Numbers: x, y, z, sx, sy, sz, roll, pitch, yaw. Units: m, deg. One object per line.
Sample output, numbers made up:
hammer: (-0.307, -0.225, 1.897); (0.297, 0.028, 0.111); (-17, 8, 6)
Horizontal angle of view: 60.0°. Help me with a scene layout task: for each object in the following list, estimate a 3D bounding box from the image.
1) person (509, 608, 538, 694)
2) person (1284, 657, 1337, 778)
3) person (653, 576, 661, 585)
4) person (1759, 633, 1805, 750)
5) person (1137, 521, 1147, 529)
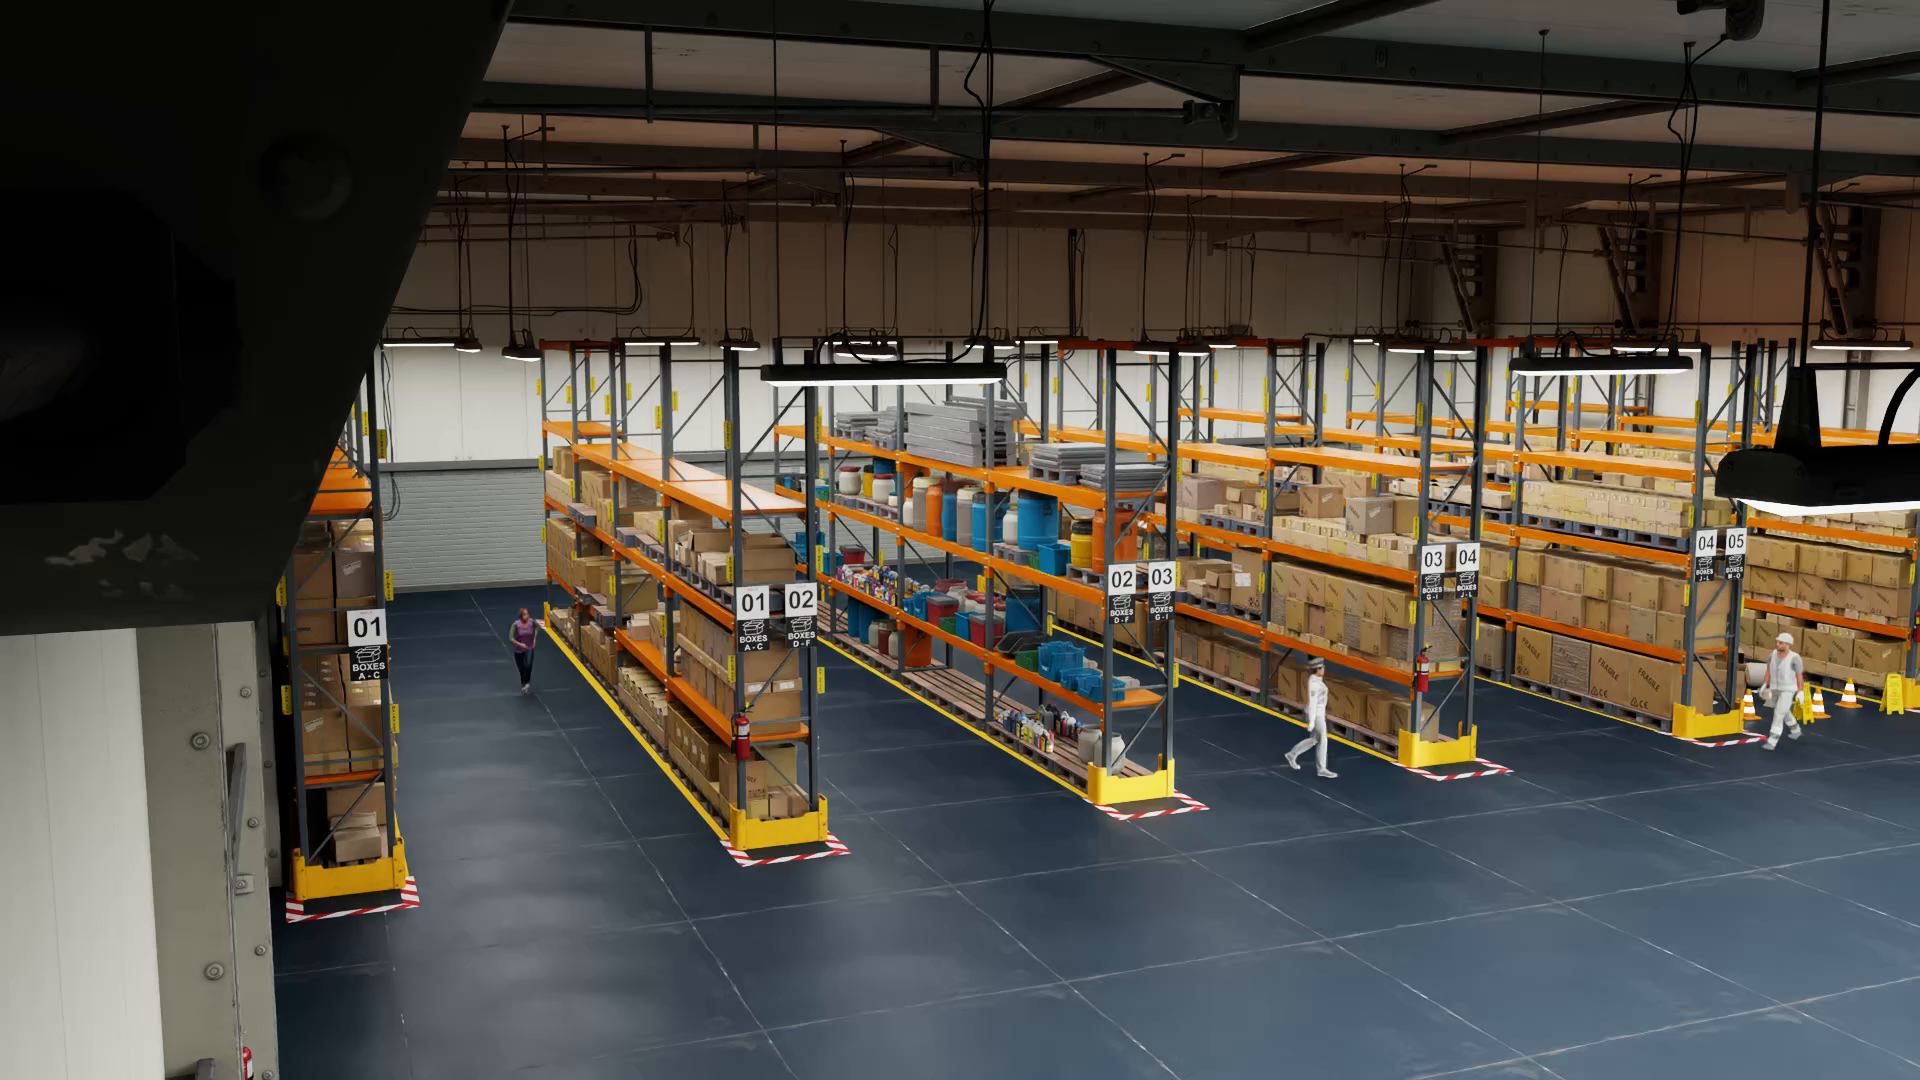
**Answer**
person: (-7.448, 1.874, 28.418); (0.486, 1.515, 0.783); (-2, 8, -13)
person: (4.945, 2.474, 23.362); (0.722, 1.662, 0.509); (1, 8, 8)
person: (-6.670, 0.866, 35.703); (0.937, 1.637, 0.503); (7, 10, 44)
person: (12.310, 2.239, 24.854); (1.057, 1.750, 0.607); (-4, 9, -29)
person: (4.591, 0.148, 41.051); (1.164, 1.722, 0.564); (-4, 9, -30)
